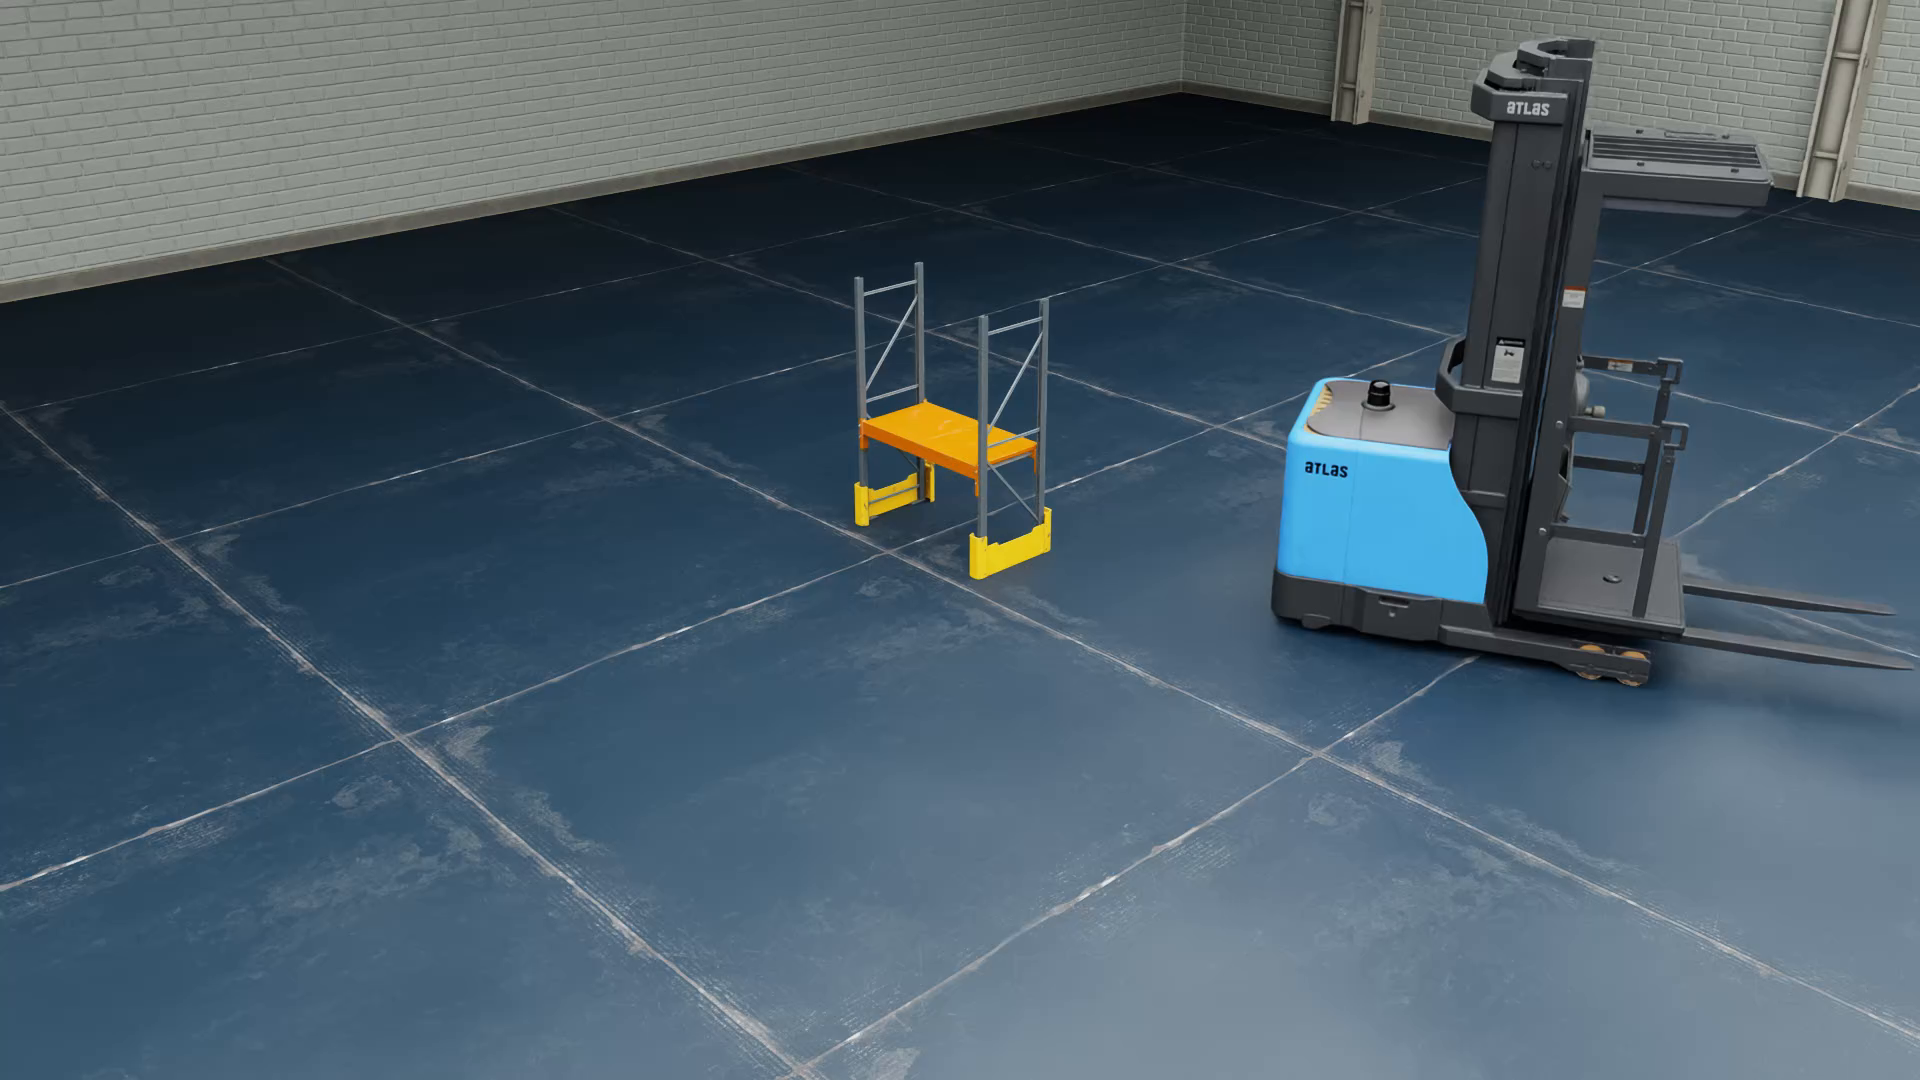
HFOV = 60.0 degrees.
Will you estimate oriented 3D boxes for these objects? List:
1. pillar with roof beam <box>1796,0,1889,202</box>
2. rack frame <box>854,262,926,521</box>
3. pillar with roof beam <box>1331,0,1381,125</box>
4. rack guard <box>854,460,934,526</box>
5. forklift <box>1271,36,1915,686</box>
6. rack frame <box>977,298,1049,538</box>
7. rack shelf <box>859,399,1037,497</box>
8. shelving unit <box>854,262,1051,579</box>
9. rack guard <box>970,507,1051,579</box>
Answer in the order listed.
[{"bbox_3d":[6.063,-6.541,13.247,9.100,9.000,0.400,-21,32,-38],"label":"pillar with roof beam"},{"bbox_3d":[-0.406,-0.862,9.833,0.500,1.500,0.032,-21,32,-38],"label":"rack frame"},{"bbox_3d":[1.962,-8.359,17.232,9.100,9.000,0.400,-21,32,-38],"label":"pillar with roof beam"},{"bbox_3d":[-0.392,-0.288,10.079,0.587,0.250,0.087,-21,32,-38],"label":"rack guard"},{"bbox_3d":[3.214,-0.866,8.117,3.031,2.935,1.130,9,26,18],"label":"forklift"},{"bbox_3d":[0.289,-0.554,9.158,0.500,1.500,0.032,-21,32,-38],"label":"rack frame"},{"bbox_3d":[-0.058,-0.545,9.570,0.538,0.185,1.000,-21,32,-38],"label":"rack shelf"},{"bbox_3d":[-0.052,-0.705,9.489,0.587,1.500,1.083,-21,32,-38],"label":"shelving unit"},{"bbox_3d":[0.288,0.014,9.418,0.587,0.250,0.087,-21,32,-38],"label":"rack guard"}]
